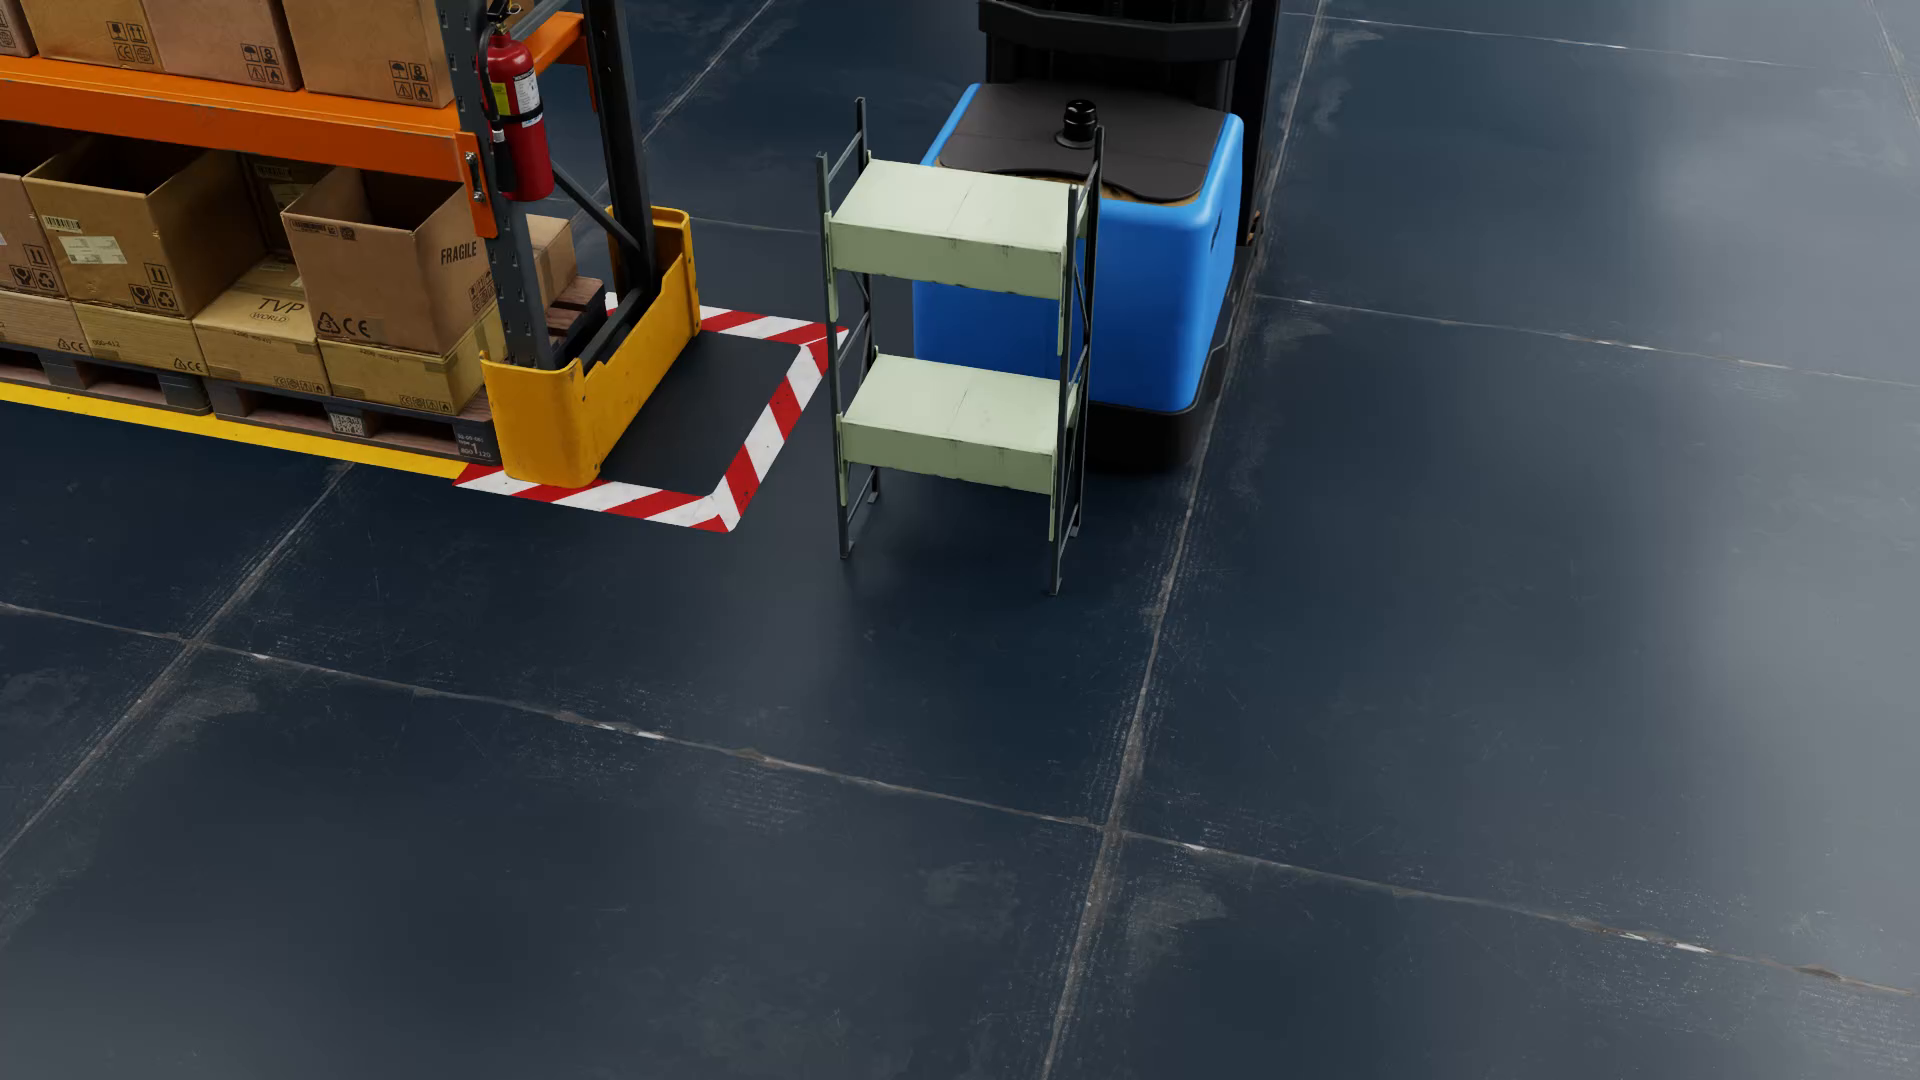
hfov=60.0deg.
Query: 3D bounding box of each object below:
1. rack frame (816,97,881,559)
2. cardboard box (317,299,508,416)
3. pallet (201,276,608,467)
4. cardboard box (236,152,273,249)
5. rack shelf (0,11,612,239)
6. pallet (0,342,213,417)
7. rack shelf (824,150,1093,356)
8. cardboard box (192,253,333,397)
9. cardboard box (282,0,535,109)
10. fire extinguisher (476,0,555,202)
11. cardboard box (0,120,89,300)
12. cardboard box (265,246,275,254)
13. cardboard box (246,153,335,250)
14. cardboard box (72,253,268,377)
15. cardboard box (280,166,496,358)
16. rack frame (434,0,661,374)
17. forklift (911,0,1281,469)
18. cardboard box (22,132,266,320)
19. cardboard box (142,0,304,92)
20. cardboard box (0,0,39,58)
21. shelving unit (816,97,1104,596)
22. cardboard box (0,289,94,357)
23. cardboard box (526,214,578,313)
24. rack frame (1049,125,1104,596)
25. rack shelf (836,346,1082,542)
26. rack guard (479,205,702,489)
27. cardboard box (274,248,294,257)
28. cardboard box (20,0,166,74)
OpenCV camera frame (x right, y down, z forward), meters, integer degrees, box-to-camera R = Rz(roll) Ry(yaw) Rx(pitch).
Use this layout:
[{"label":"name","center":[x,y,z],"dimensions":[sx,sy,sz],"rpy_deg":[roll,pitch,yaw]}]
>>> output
[{"label":"rack frame","center":[-0.347,-0.634,5.339],"dimensions":[0.023,1.500,0.400],"rpy_deg":[10,41,11]},{"label":"cardboard box","center":[-1.974,-0.731,6.100],"dimensions":[0.500,0.250,0.500],"rpy_deg":[10,41,11]},{"label":"pallet","center":[-2.129,-0.751,6.480],"dimensions":[1.213,0.211,1.003],"rpy_deg":[10,41,11]},{"label":"cardboard box","center":[-2.810,-1.497,6.429],"dimensions":[0.500,0.500,0.500],"rpy_deg":[10,41,11]},{"label":"rack shelf","center":[-3.312,-1.775,6.090],"dimensions":[4.000,0.370,1.077],"rpy_deg":[10,41,11]},{"label":"pallet","center":[-3.304,-0.955,6.723],"dimensions":[1.213,0.211,1.003],"rpy_deg":[10,41,11]},{"label":"rack shelf","center":[0.006,-0.872,5.015],"dimensions":[0.720,0.370,0.431],"rpy_deg":[10,41,11]},{"label":"cardboard box","center":[-2.460,-0.807,6.190],"dimensions":[0.500,0.250,0.500],"rpy_deg":[10,41,11]},{"label":"cardboard box","center":[-1.828,-1.842,5.533],"dimensions":[0.500,0.500,0.700],"rpy_deg":[10,41,11]},{"label":"fire extinguisher","center":[-1.386,-1.380,5.121],"dimensions":[0.183,0.674,0.296],"rpy_deg":[10,41,11]},{"label":"cardboard box","center":[-3.427,-1.258,6.144],"dimensions":[0.500,0.500,0.500],"rpy_deg":[10,41,11]},{"label":"cardboard box","center":[-2.807,-1.217,6.679],"dimensions":[0.500,0.250,0.500],"rpy_deg":[10,41,11]},{"label":"cardboard box","center":[-2.324,-1.422,6.339],"dimensions":[0.500,0.500,0.500],"rpy_deg":[10,41,11]},{"label":"cardboard box","center":[-2.944,-0.889,6.288],"dimensions":[0.500,0.250,0.500],"rpy_deg":[10,41,11]},{"label":"cardboard box","center":[-1.975,-1.017,5.857],"dimensions":[0.500,0.500,0.500],"rpy_deg":[10,41,11]},{"label":"rack frame","center":[-1.380,-1.718,5.463],"dimensions":[0.127,3.000,1.000],"rpy_deg":[10,41,11]},{"label":"forklift","center":[0.703,-2.332,6.248],"dimensions":[1.130,2.935,3.031],"rpy_deg":[10,41,12]},{"label":"cardboard box","center":[-2.945,-1.174,6.044],"dimensions":[0.500,0.500,0.500],"rpy_deg":[10,41,11]},{"label":"cardboard box","center":[-2.336,-1.926,5.633],"dimensions":[0.500,0.500,0.700],"rpy_deg":[11,41,13]},{"label":"cardboard box","center":[-3.324,-2.097,5.837],"dimensions":[0.500,0.500,0.700],"rpy_deg":[11,41,13]},{"label":"shelving unit","center":[0.006,-0.573,5.266],"dimensions":[0.755,1.500,0.431],"rpy_deg":[10,41,11]},{"label":"cardboard box","center":[-3.426,-0.973,6.388],"dimensions":[0.500,0.250,0.500],"rpy_deg":[10,41,11]},{"label":"cardboard box","center":[-1.840,-1.053,6.483],"dimensions":[0.500,0.250,0.500],"rpy_deg":[10,41,11]},{"label":"rack frame","center":[0.360,-0.512,5.194],"dimensions":[0.023,1.500,0.400],"rpy_deg":[10,41,11]},{"label":"rack shelf","center":[0.006,-0.324,5.476],"dimensions":[0.720,0.370,0.431],"rpy_deg":[10,41,11]},{"label":"rack guard","center":[-1.357,-0.757,6.262],"dimensions":[0.348,0.500,1.175],"rpy_deg":[10,41,11]},{"label":"cardboard box","center":[-2.324,-1.134,6.579],"dimensions":[0.500,0.250,0.500],"rpy_deg":[10,41,11]},{"label":"cardboard box","center":[-2.814,-2.012,5.736],"dimensions":[0.500,0.500,0.700],"rpy_deg":[10,41,12]}]
